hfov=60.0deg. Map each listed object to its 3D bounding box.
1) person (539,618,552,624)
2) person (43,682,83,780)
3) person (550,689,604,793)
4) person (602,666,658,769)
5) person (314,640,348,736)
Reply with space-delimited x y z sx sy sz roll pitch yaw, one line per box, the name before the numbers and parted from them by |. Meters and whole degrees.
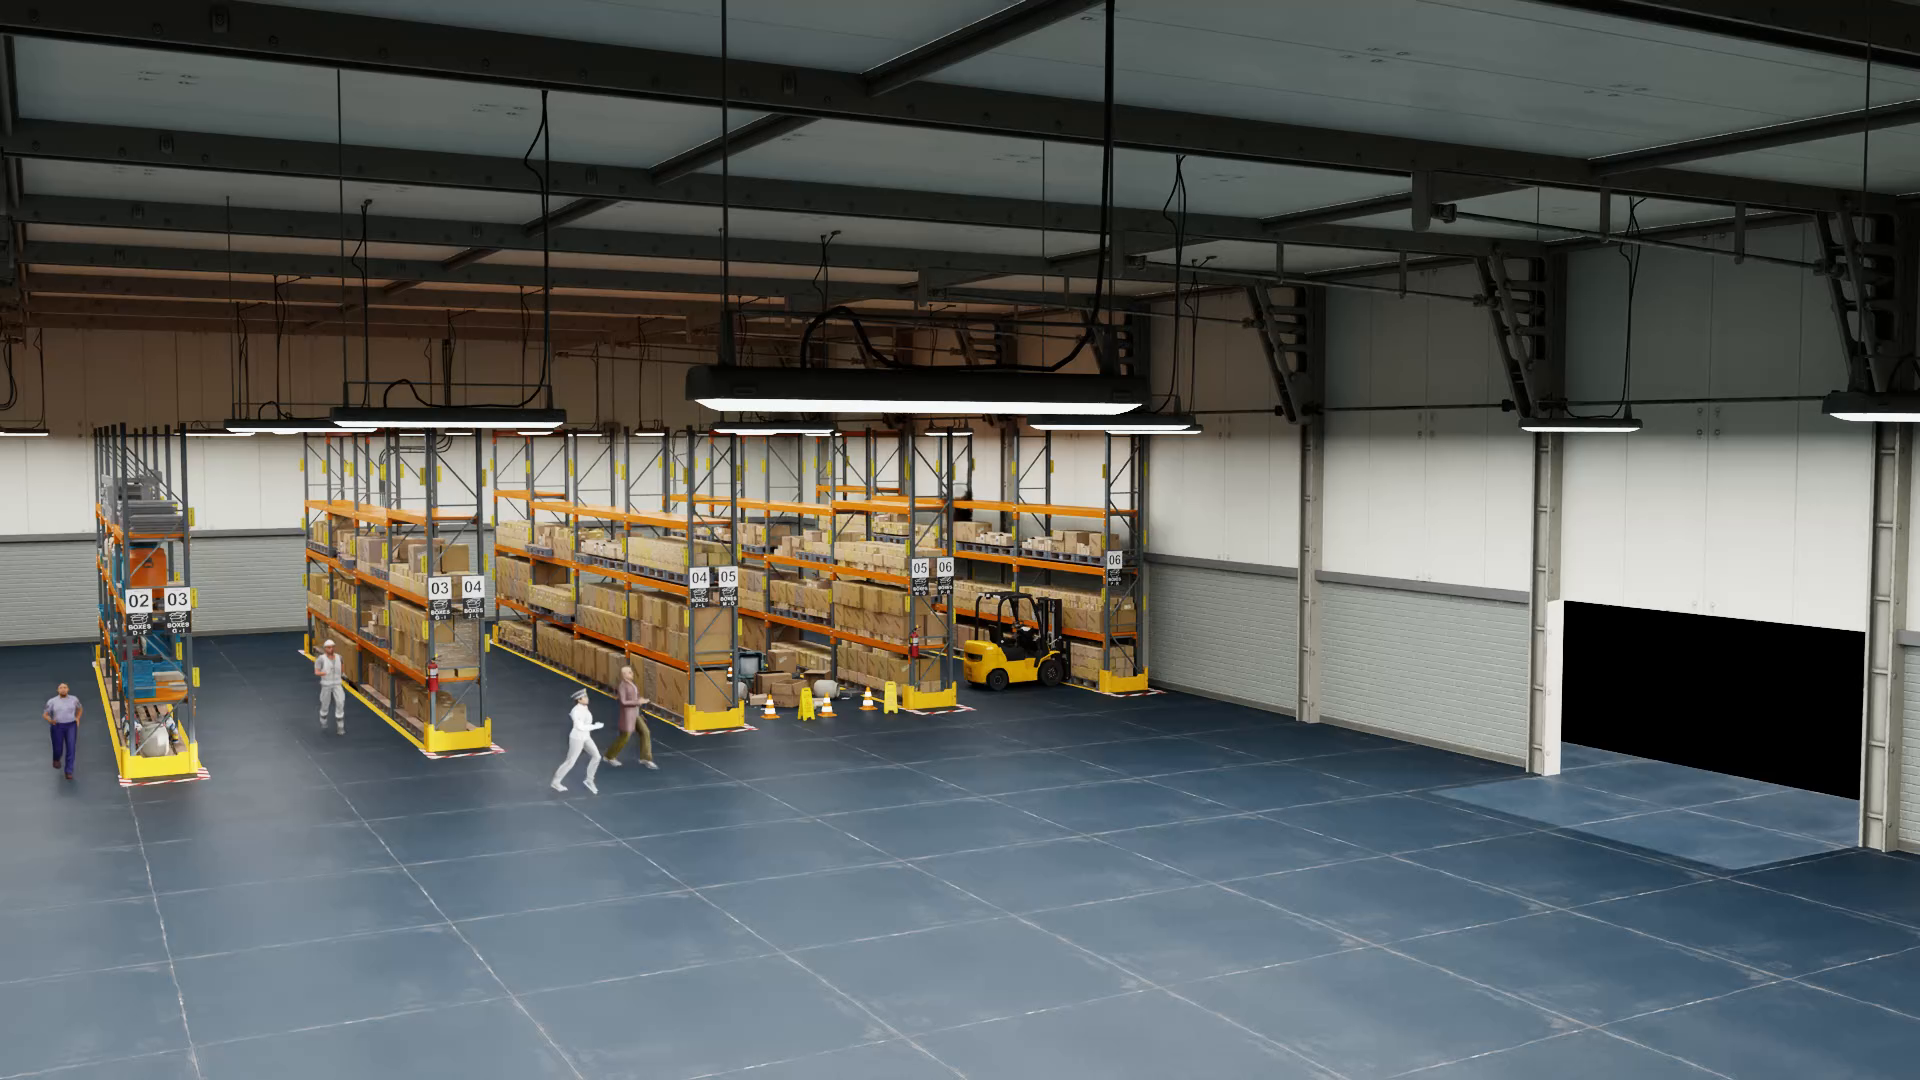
person | -12.029 1.947 48.442 0.597 1.722 0.720 3 4 38
person | -15.143 3.211 28.114 0.609 1.598 0.820 -2 4 -34
person | -6.163 3.257 26.878 0.866 1.717 0.622 0 3 5
person | -5.741 3.094 28.902 0.963 1.815 0.718 1 4 13
person | -12.216 2.854 32.319 0.654 1.834 0.855 -3 4 -37
